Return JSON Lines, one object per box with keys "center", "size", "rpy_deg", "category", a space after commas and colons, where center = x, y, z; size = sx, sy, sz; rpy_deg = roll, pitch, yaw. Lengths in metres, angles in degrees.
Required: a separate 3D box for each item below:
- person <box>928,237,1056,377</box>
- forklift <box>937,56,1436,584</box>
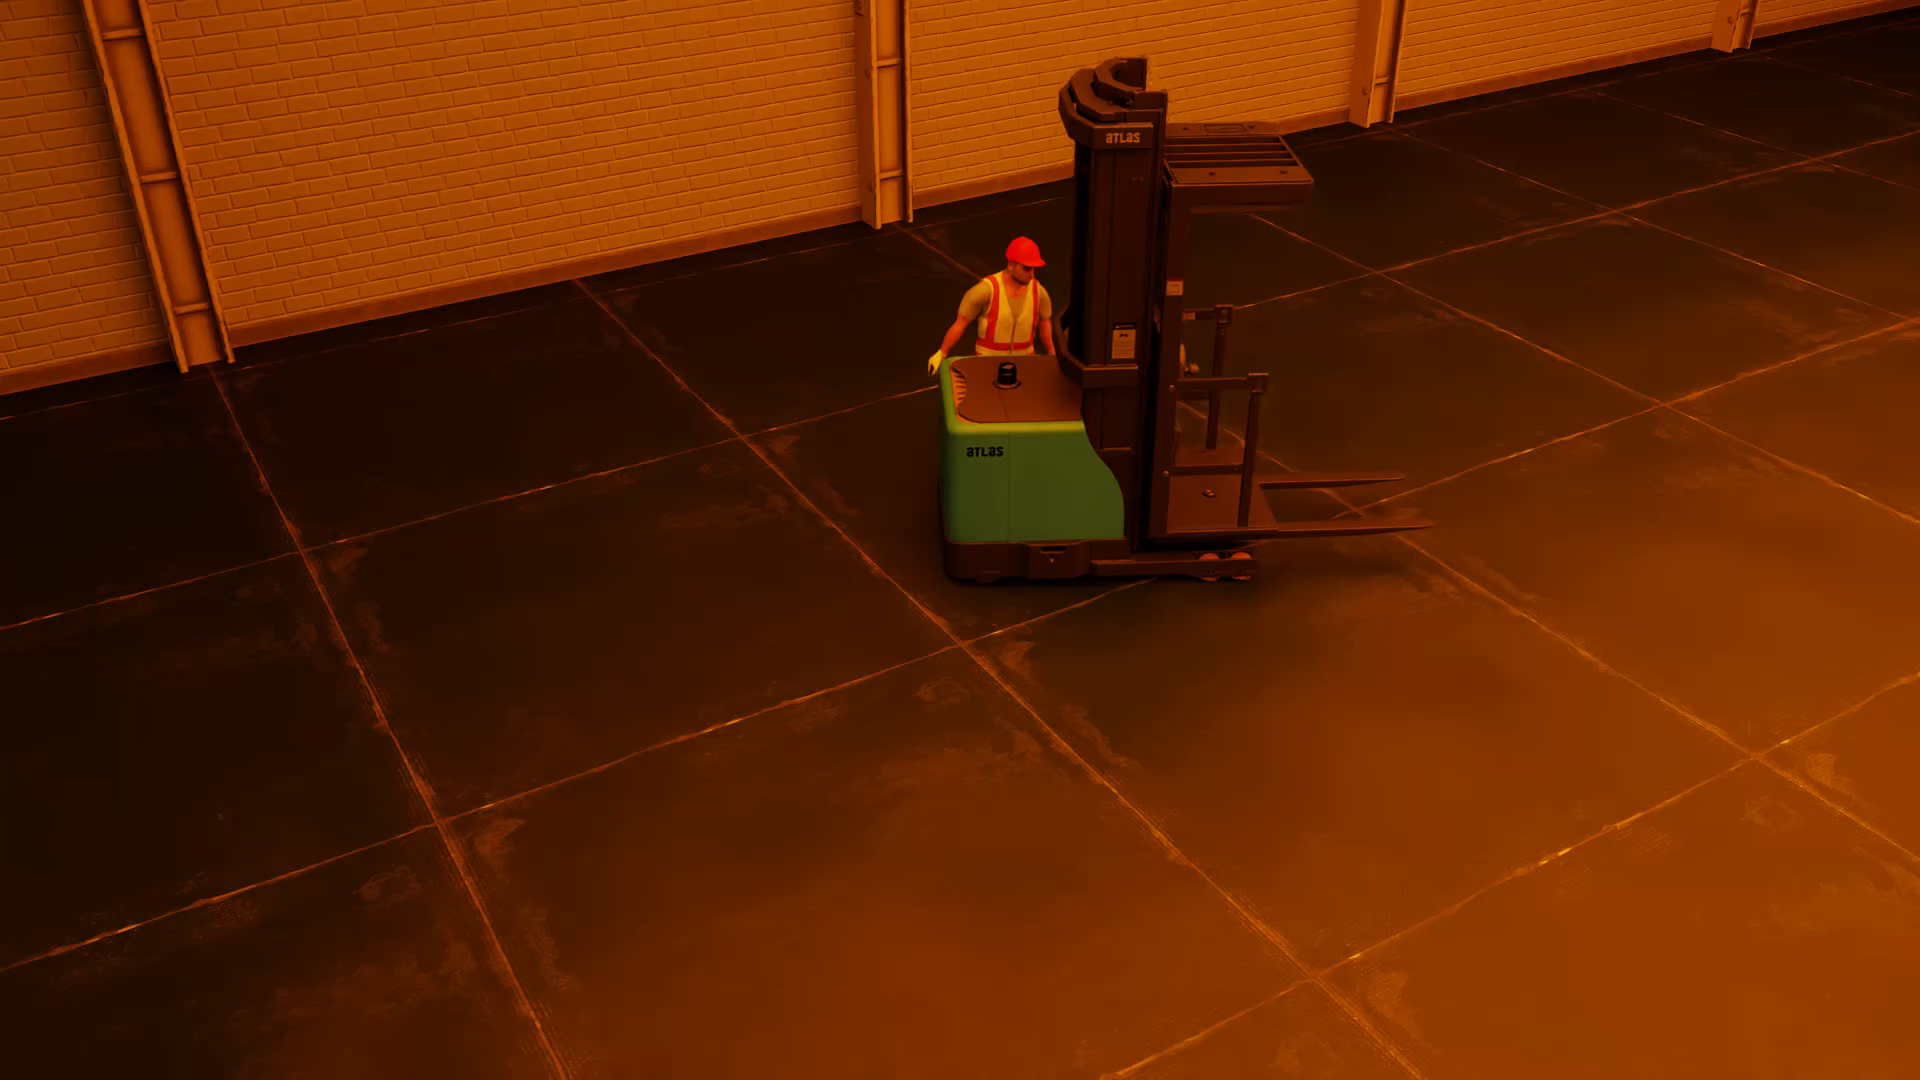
{"center": [0.241, -1.169, 10.795], "size": [0.894, 1.701, 0.510], "rpy_deg": [-8, 32, -13], "category": "person"}
{"center": [1.394, -1.279, 9.783], "size": [3.031, 2.935, 1.130], "rpy_deg": [-2, 31, -3], "category": "forklift"}
